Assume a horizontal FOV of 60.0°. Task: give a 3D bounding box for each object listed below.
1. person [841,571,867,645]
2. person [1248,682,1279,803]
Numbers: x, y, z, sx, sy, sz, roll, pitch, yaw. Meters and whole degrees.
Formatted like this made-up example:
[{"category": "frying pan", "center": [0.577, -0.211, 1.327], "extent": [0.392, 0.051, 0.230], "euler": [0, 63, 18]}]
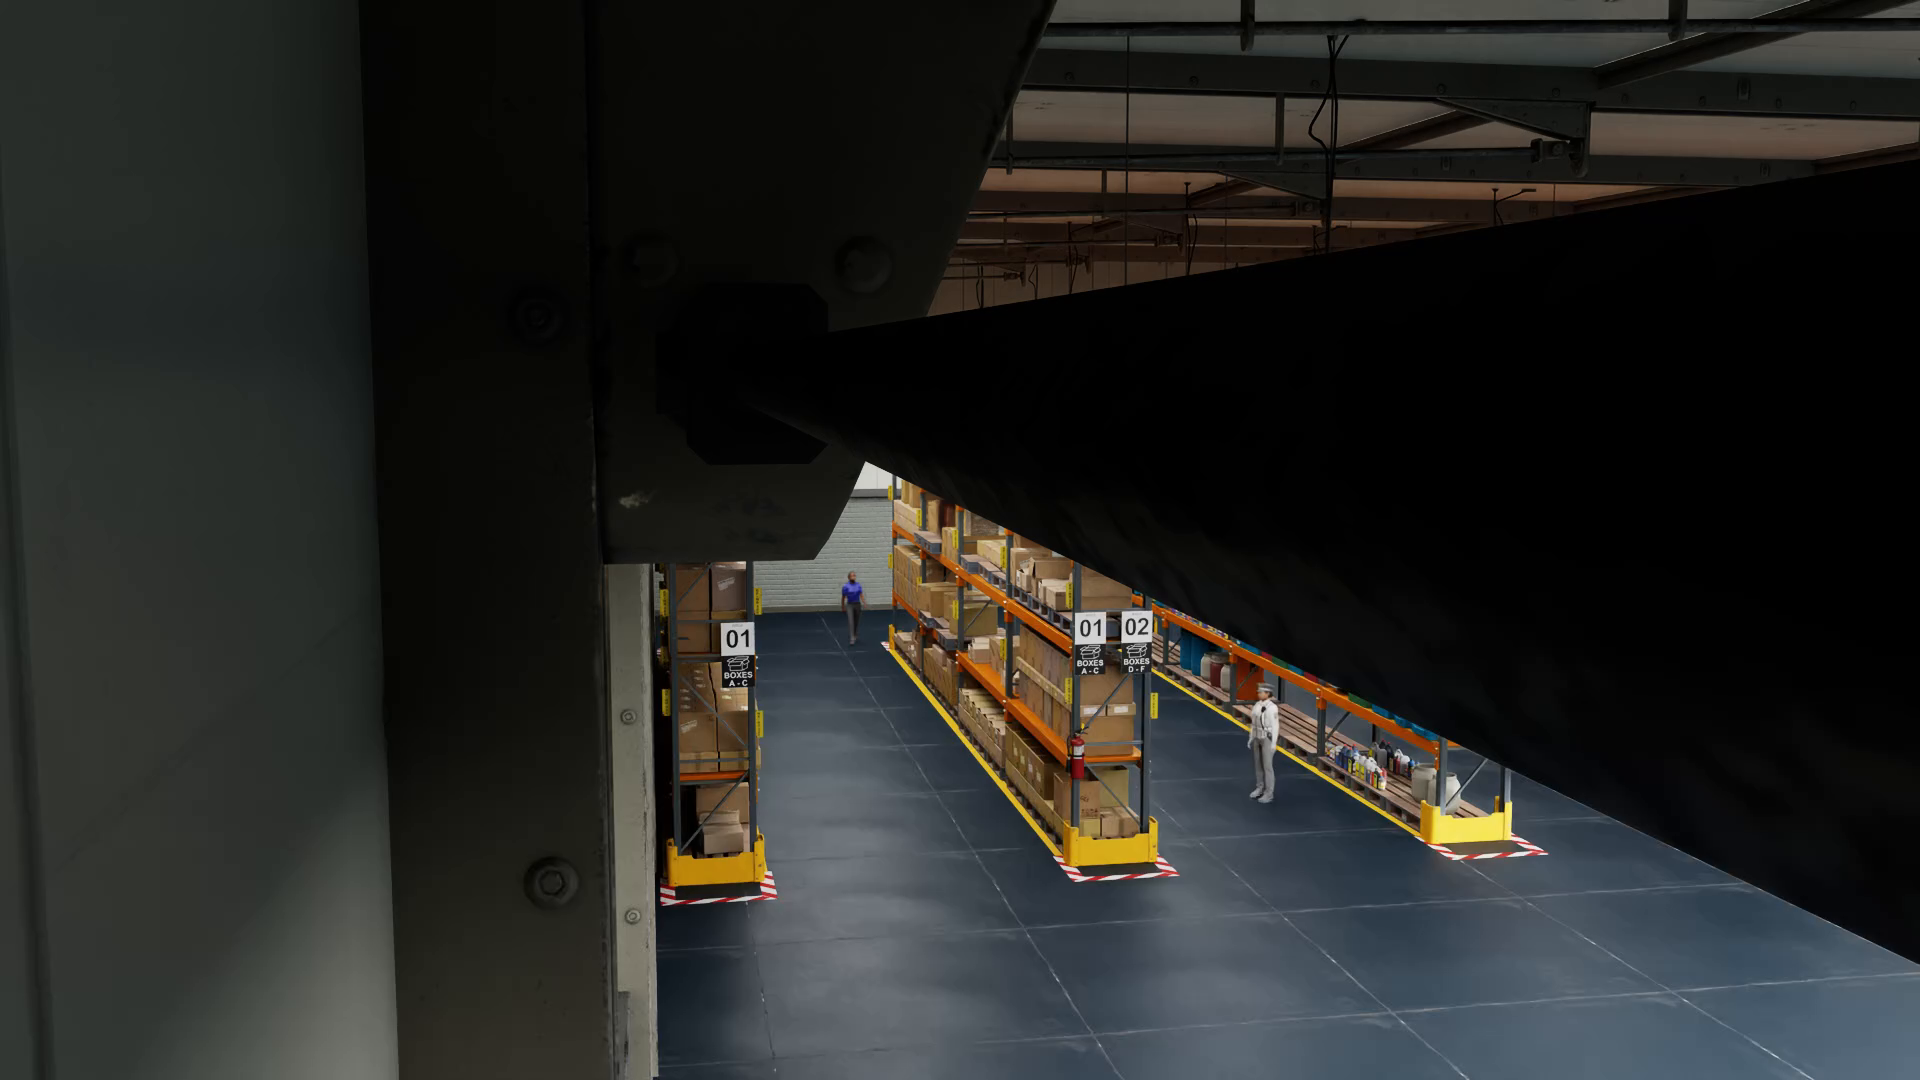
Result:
[{"category": "person", "center": [-2.393, 1.502, 37.107], "extent": [0.468, 1.596, 0.975], "euler": [-2, 6, -18]}, {"category": "person", "center": [4.370, 2.902, 24.031], "extent": [0.376, 1.701, 0.511], "euler": [-3, 7, -24]}]
